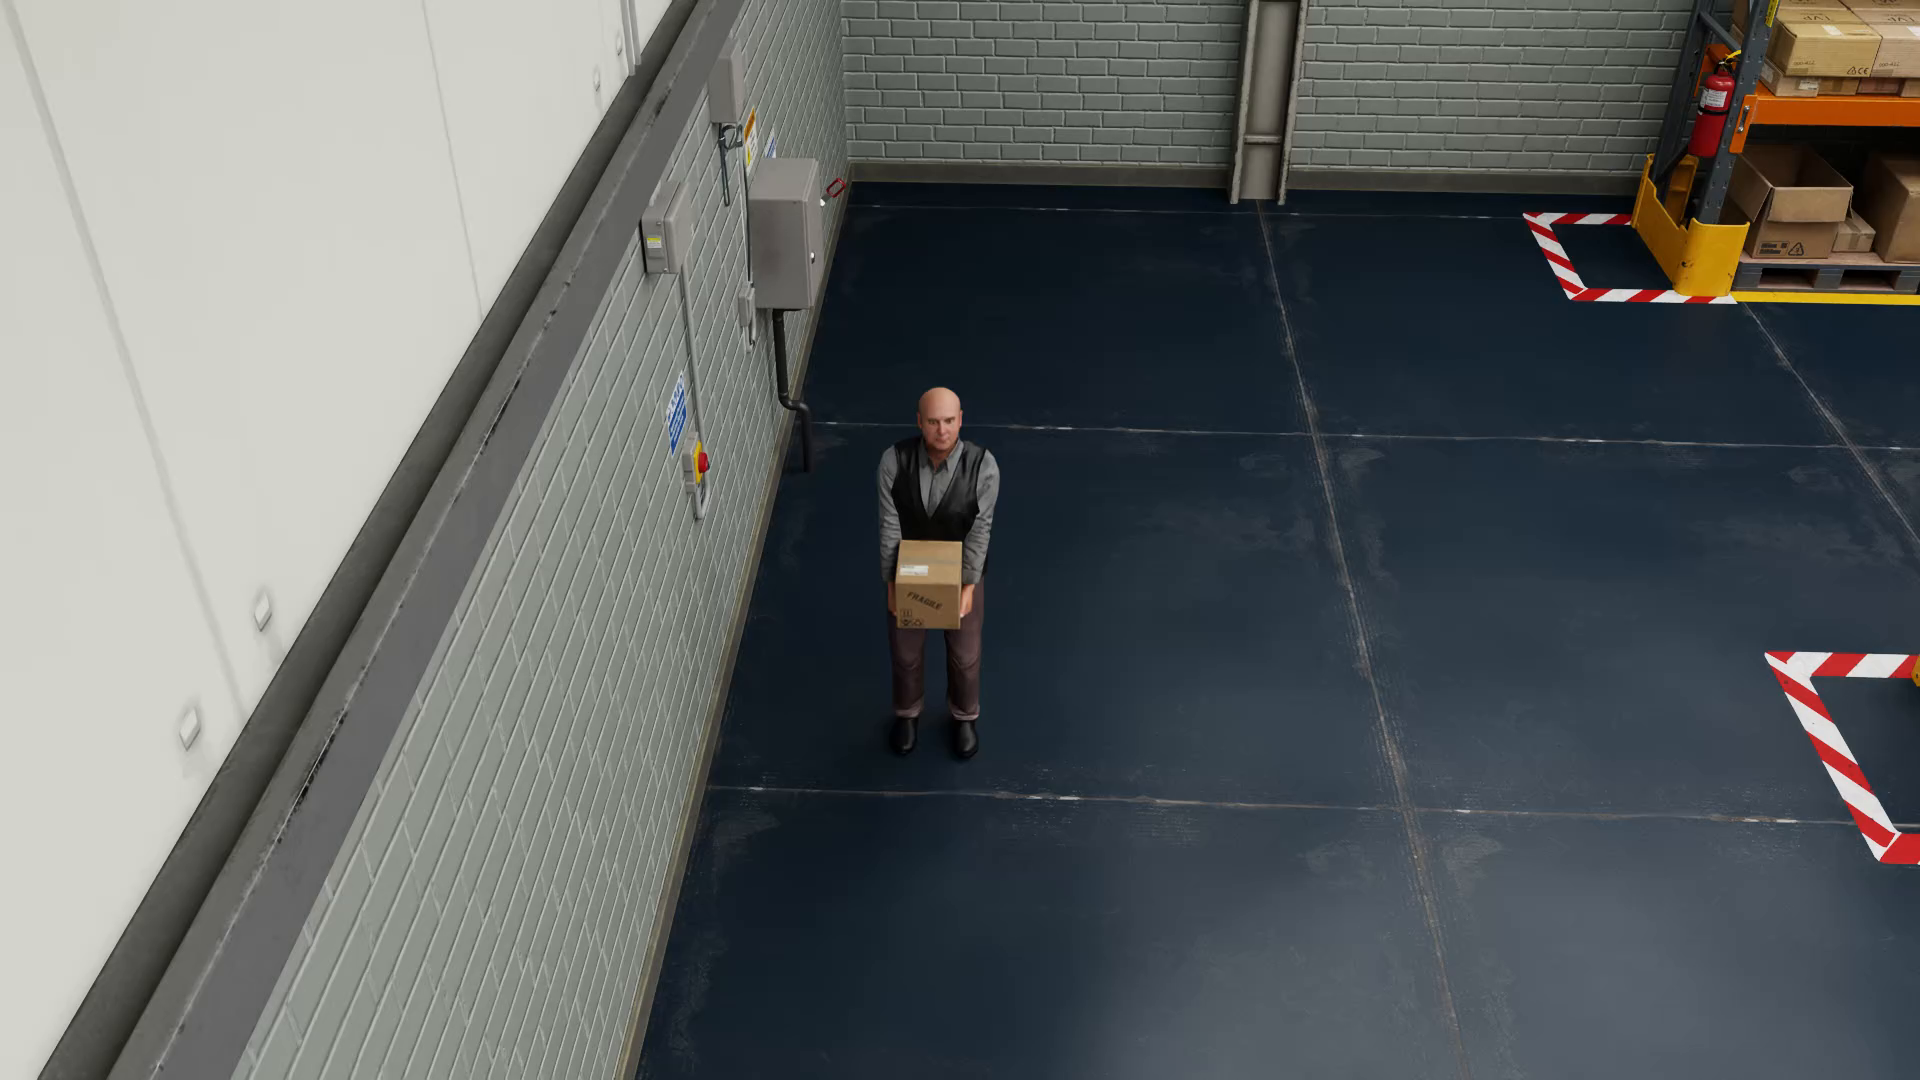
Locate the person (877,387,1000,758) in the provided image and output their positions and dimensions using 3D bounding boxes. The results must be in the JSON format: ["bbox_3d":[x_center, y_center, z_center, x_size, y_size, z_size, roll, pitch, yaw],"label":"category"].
[{"bbox_3d":[-0.094,0.206,6.857,0.494,1.711,0.560,2,35,2],"label":"person"}]
